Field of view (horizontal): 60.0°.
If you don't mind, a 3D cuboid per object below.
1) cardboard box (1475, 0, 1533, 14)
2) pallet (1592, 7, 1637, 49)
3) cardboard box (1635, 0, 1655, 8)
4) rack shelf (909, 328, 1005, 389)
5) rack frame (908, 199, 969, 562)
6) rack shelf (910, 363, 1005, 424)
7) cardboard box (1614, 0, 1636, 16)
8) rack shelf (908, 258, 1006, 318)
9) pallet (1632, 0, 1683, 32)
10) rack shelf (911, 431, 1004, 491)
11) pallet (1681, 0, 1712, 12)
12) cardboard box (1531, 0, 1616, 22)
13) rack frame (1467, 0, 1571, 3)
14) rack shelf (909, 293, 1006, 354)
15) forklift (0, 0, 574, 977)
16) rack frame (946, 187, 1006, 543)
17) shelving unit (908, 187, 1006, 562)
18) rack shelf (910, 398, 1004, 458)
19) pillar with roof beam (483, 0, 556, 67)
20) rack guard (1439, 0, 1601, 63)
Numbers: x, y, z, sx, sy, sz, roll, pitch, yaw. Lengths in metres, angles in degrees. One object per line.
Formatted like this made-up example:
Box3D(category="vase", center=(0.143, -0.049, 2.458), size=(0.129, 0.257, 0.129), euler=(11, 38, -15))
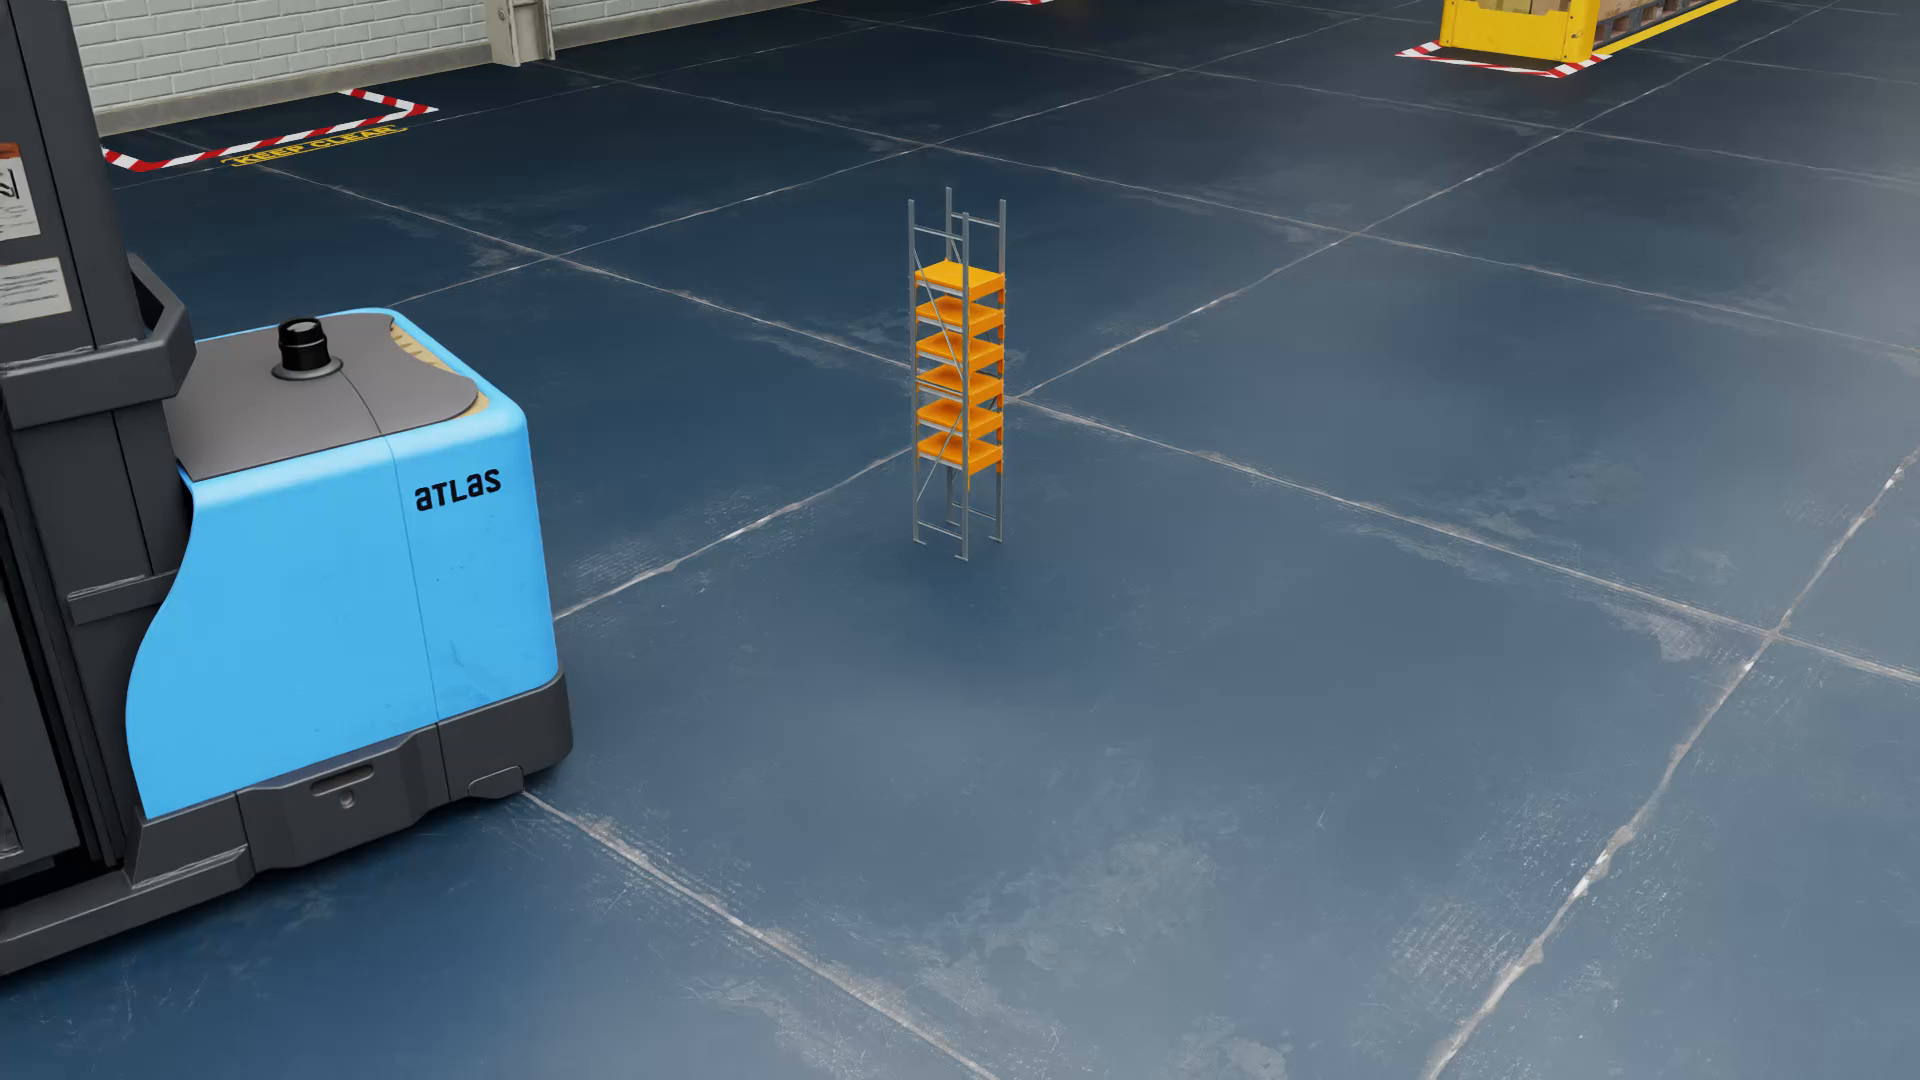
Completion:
Box3D(category="cardboard box", center=(4.564, -4.503, 13.724), size=(0.500, 0.250, 0.500), euler=(21, 34, 34))
Box3D(category="pallet", center=(4.905, -4.306, 13.843), size=(1.003, 0.211, 1.213), euler=(21, 34, 34))
Box3D(category="cardboard box", center=(5.597, -4.707, 14.119), size=(0.500, 0.250, 0.500), euler=(21, 34, 34))
Box3D(category="rack shelf", center=(-0.009, -0.595, 5.430), size=(0.258, 0.103, 0.180), euler=(21, 34, 34))
Box3D(category="rack frame", center=(-0.067, -0.495, 5.402), size=(0.240, 1.200, 0.006), euler=(21, 34, 34))
Box3D(category="rack shelf", center=(-0.009, -0.488, 5.485), size=(0.258, 0.103, 0.180), euler=(21, 34, 34))
Box3D(category="cardboard box", center=(5.279, -4.530, 13.777), size=(0.500, 0.250, 0.500), euler=(21, 34, 34))
Box3D(category="rack shelf", center=(-0.009, -0.808, 5.319), size=(0.258, 0.103, 0.180), euler=(21, 34, 34))
Box3D(category="pallet", center=(5.681, -4.736, 14.676), size=(1.003, 0.211, 1.213), euler=(21, 34, 34))
Box3D(category="rack shelf", center=(-0.009, -0.275, 5.595), size=(0.258, 0.103, 0.180), euler=(21, 34, 34))
Box3D(category="pallet", center=(6.457, -5.171, 15.515), size=(1.003, 0.211, 1.213), euler=(21, 34, 34))
Box3D(category="cardboard box", center=(4.964, -4.351, 13.432), size=(0.500, 0.250, 0.500), euler=(21, 34, 34))
Box3D(category="rack frame", center=(4.451, -5.261, 12.655), size=(1.000, 3.000, 0.127), euler=(21, 34, 34))
Box3D(category="rack shelf", center=(-0.009, -0.701, 5.375), size=(0.258, 0.103, 0.180), euler=(21, 34, 34))
Box3D(category="forklift", center=(-2.538, -0.447, 3.424), size=(3.031, 2.935, 1.130), euler=(-19, 33, -32))
Box3D(category="rack frame", center=(0.049, -0.560, 5.527), size=(0.240, 1.200, 0.006), euler=(21, 34, 34))
Box3D(category="shelving unit", center=(-0.009, -0.528, 5.464), size=(0.258, 1.200, 0.189), euler=(21, 34, 34))
Box3D(category="rack shelf", center=(-0.009, -0.382, 5.540), size=(0.258, 0.103, 0.180), euler=(21, 34, 34))
Box3D(category="pillar with roof beam", center=(-0.091, -6.487, 8.496), size=(9.100, 9.000, 0.400), euler=(21, 34, 34))
Box3D(category="rack guard", center=(4.436, -4.142, 13.213), size=(1.175, 0.500, 0.348), euler=(21, 34, 34))
